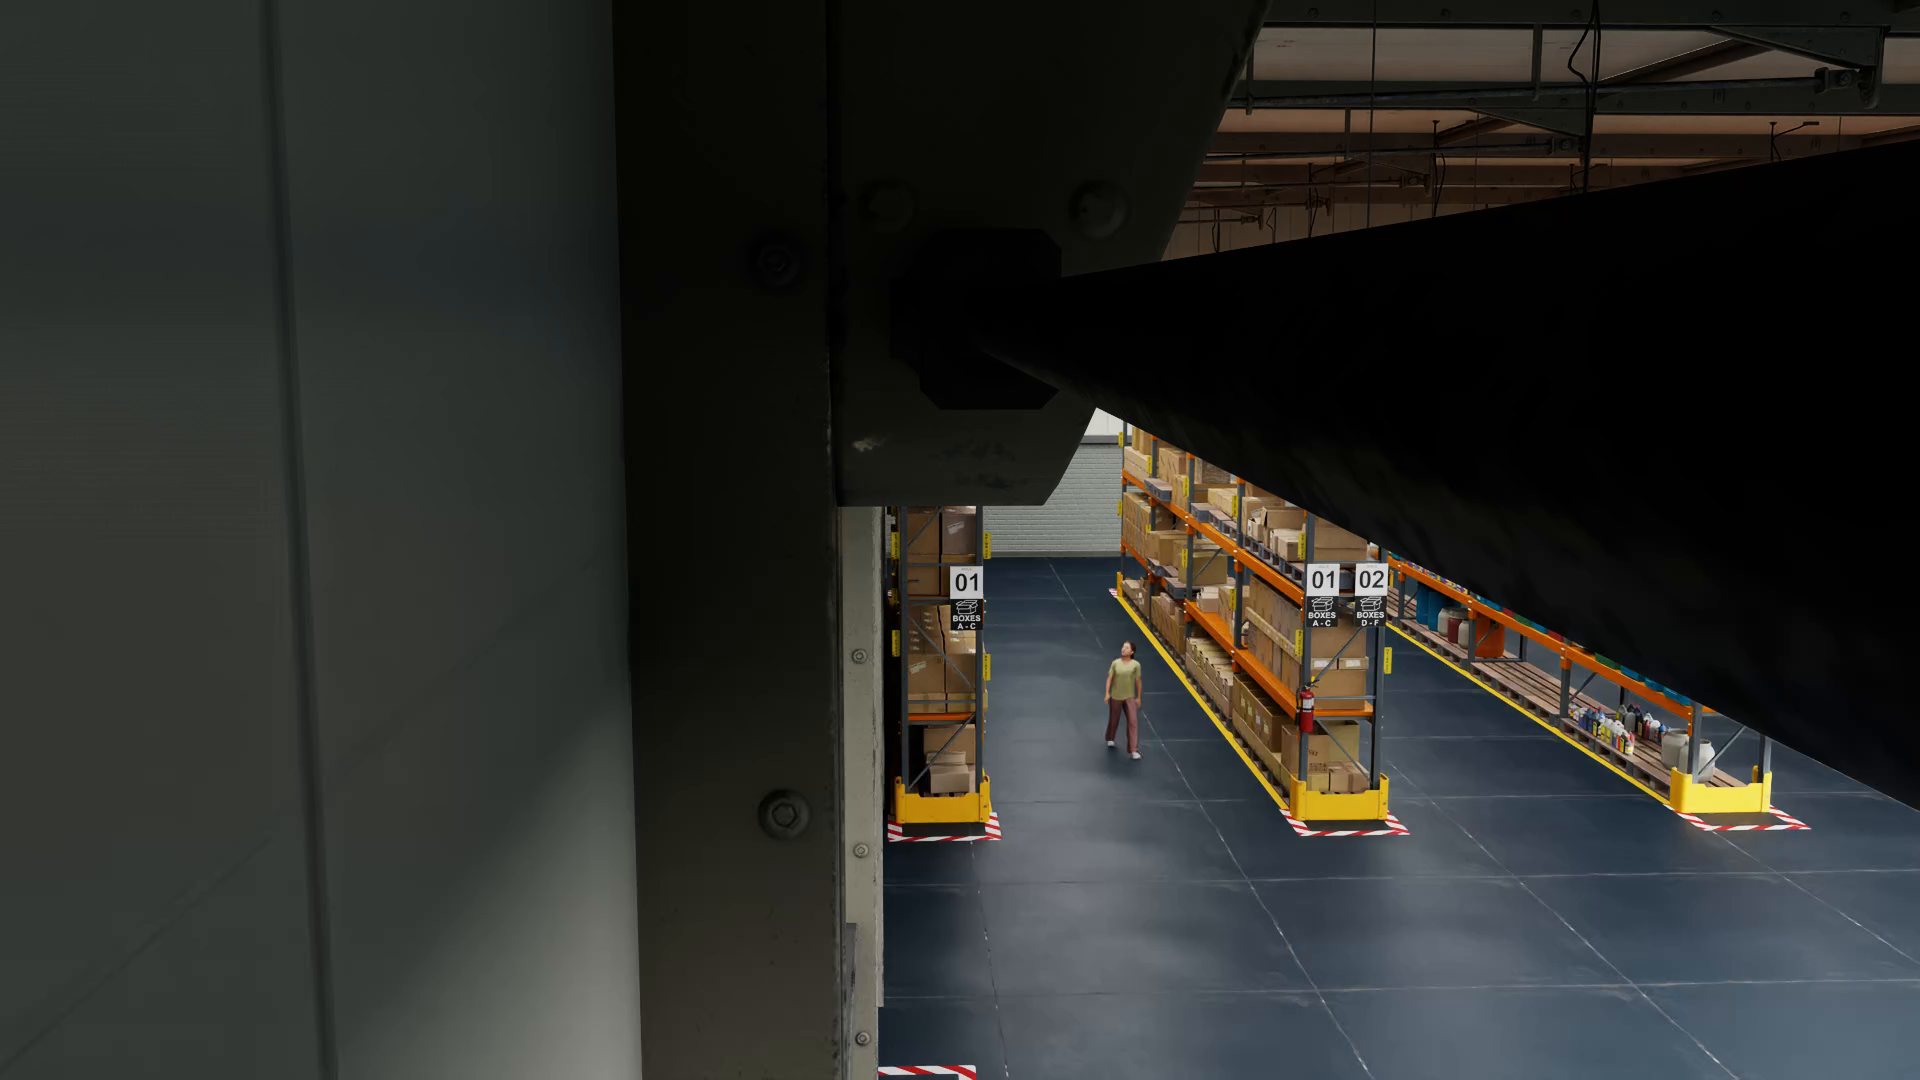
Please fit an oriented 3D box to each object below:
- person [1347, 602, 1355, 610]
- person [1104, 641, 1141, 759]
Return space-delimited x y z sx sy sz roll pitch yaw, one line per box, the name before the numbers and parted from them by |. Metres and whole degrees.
person | 8.114 0.597 34.593 0.643 1.781 0.563 -2 8 -14
person | 2.301 2.241 23.512 0.573 1.604 1.006 -1 8 -9
